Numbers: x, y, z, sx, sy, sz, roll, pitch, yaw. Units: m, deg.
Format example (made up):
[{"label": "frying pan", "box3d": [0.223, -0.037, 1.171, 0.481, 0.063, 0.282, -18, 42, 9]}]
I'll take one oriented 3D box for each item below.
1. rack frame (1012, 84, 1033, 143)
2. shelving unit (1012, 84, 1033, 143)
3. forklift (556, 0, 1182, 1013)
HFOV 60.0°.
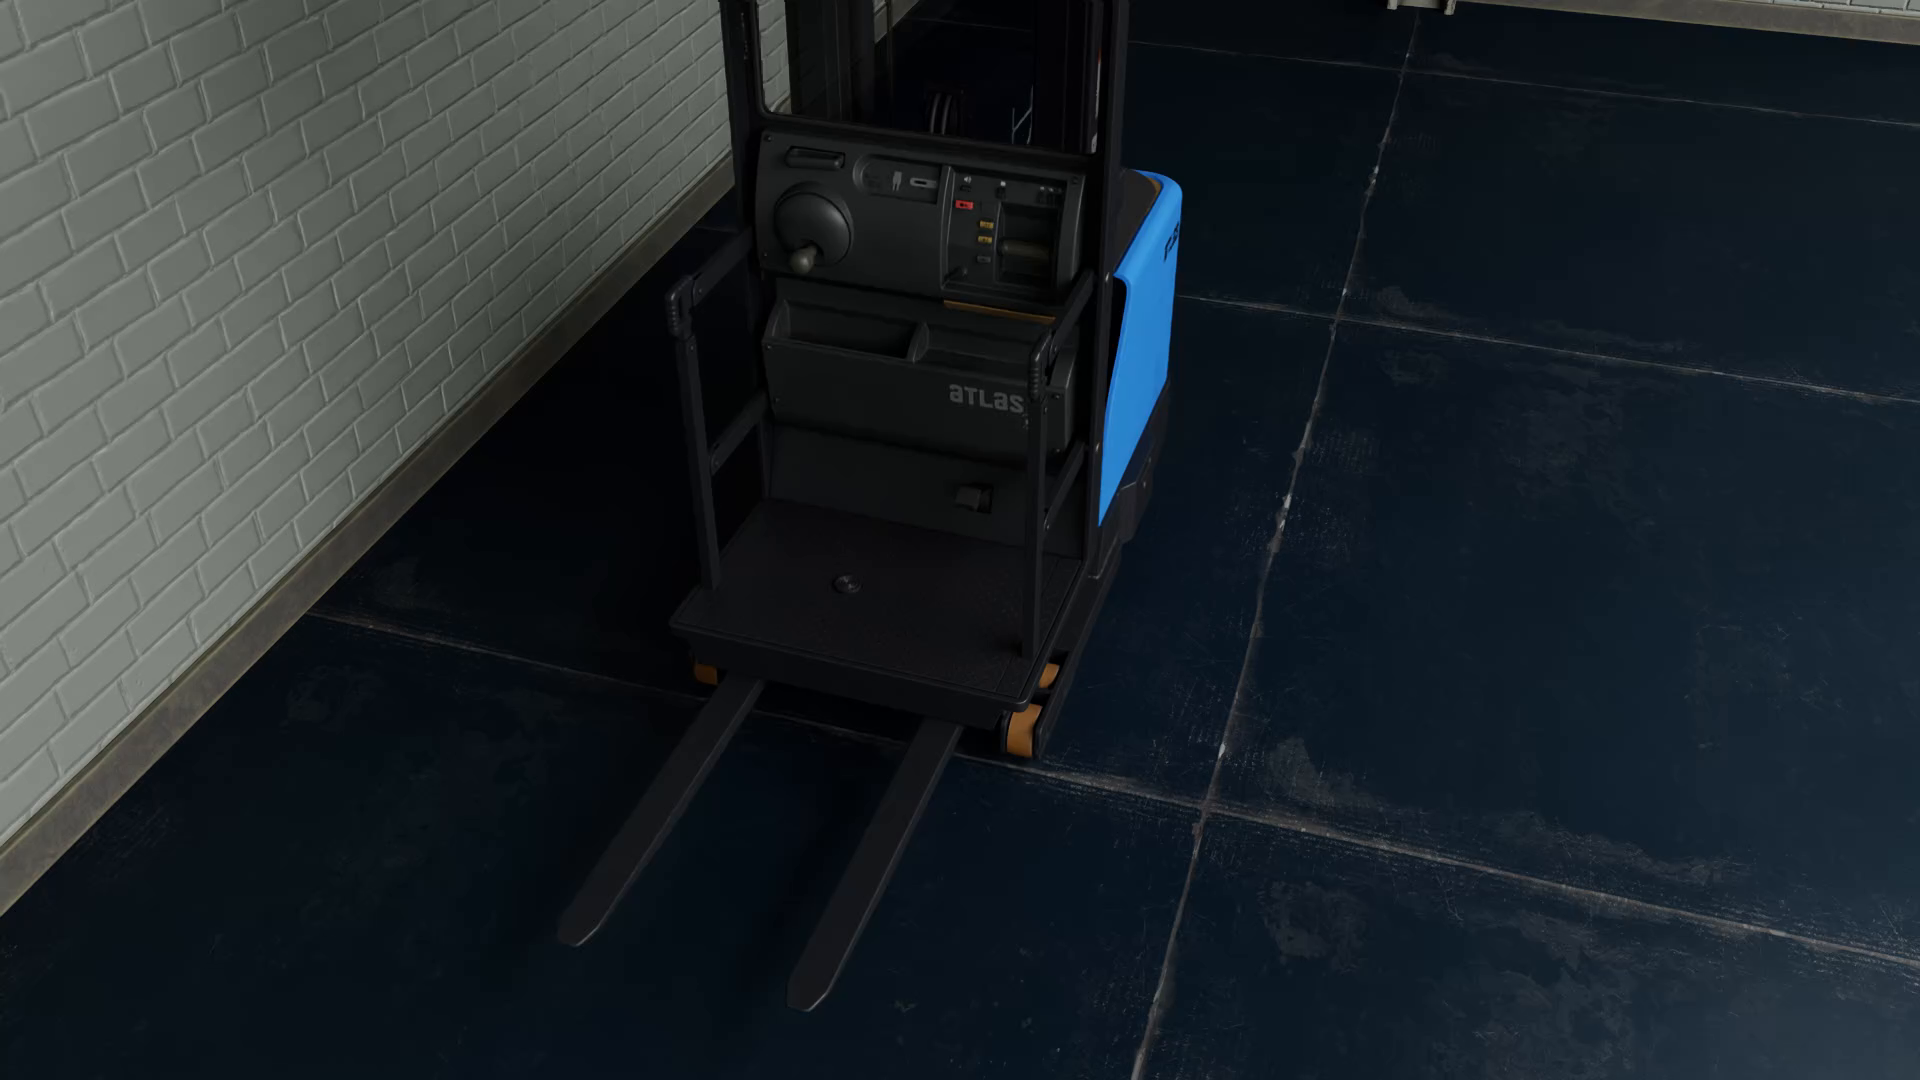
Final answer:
[{"label": "rack frame", "box3d": [0.222, -1.075, 6.198, 0.006, 1.200, 0.240, 11, 38, 15]}, {"label": "shelving unit", "box3d": [0.308, -1.058, 6.174, 0.189, 1.200, 0.258, 11, 38, 15]}, {"label": "forklift", "box3d": [-0.187, -0.813, 4.382, 1.130, 2.935, 3.031, 11, 38, 15]}]
